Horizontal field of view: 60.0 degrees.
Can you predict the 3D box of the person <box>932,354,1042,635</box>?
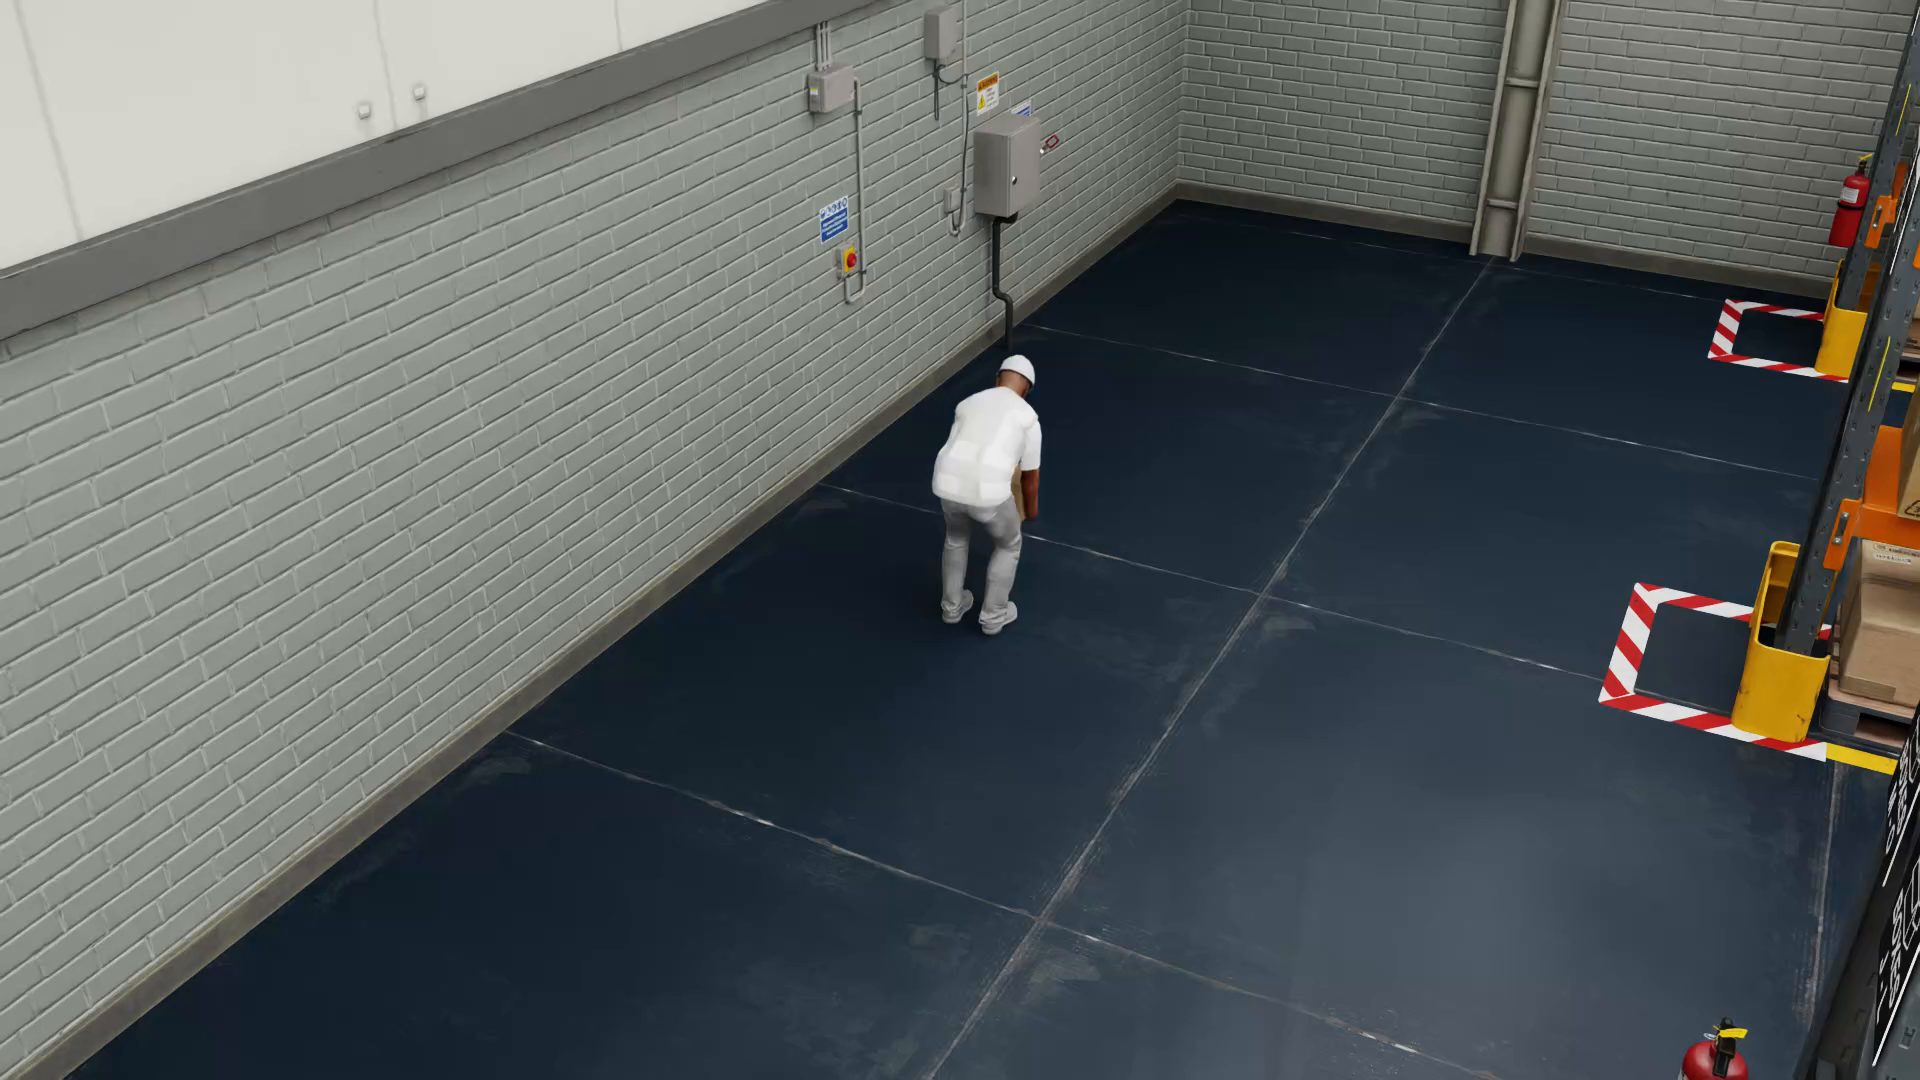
[{"bbox_3d":[0.170,-0.255,9.101,0.490,1.376,0.898,13,32,22],"label":"person"}]
